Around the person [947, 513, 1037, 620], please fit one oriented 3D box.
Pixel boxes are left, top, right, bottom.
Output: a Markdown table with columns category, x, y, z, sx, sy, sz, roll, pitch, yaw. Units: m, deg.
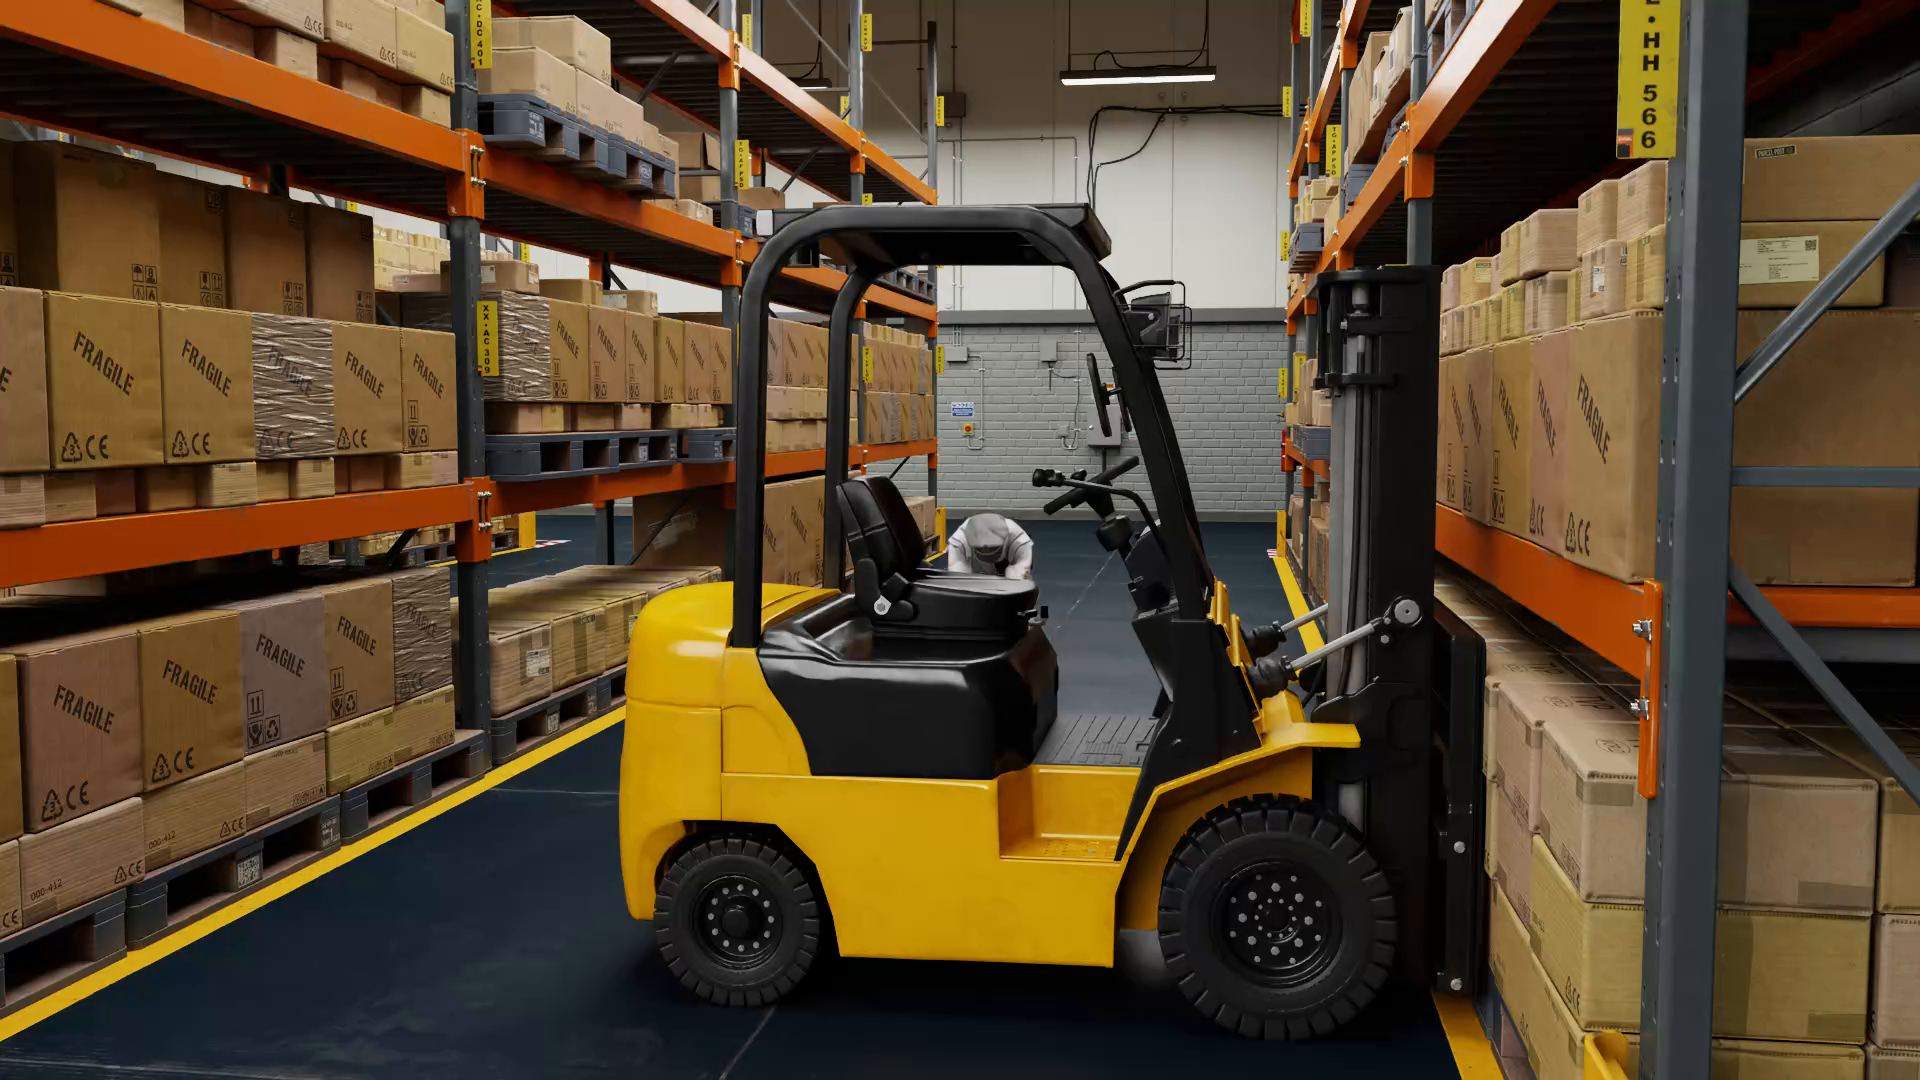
| category | x | y | z | sx | sy | sz | roll | pitch | yaw |
| --- | --- | --- | --- | --- | --- | --- | --- | --- | --- |
| person | 0.171 | 0.356 | 9.467 | 0.537 | 1.064 | 1.032 | 0 | 4 | 6 |
